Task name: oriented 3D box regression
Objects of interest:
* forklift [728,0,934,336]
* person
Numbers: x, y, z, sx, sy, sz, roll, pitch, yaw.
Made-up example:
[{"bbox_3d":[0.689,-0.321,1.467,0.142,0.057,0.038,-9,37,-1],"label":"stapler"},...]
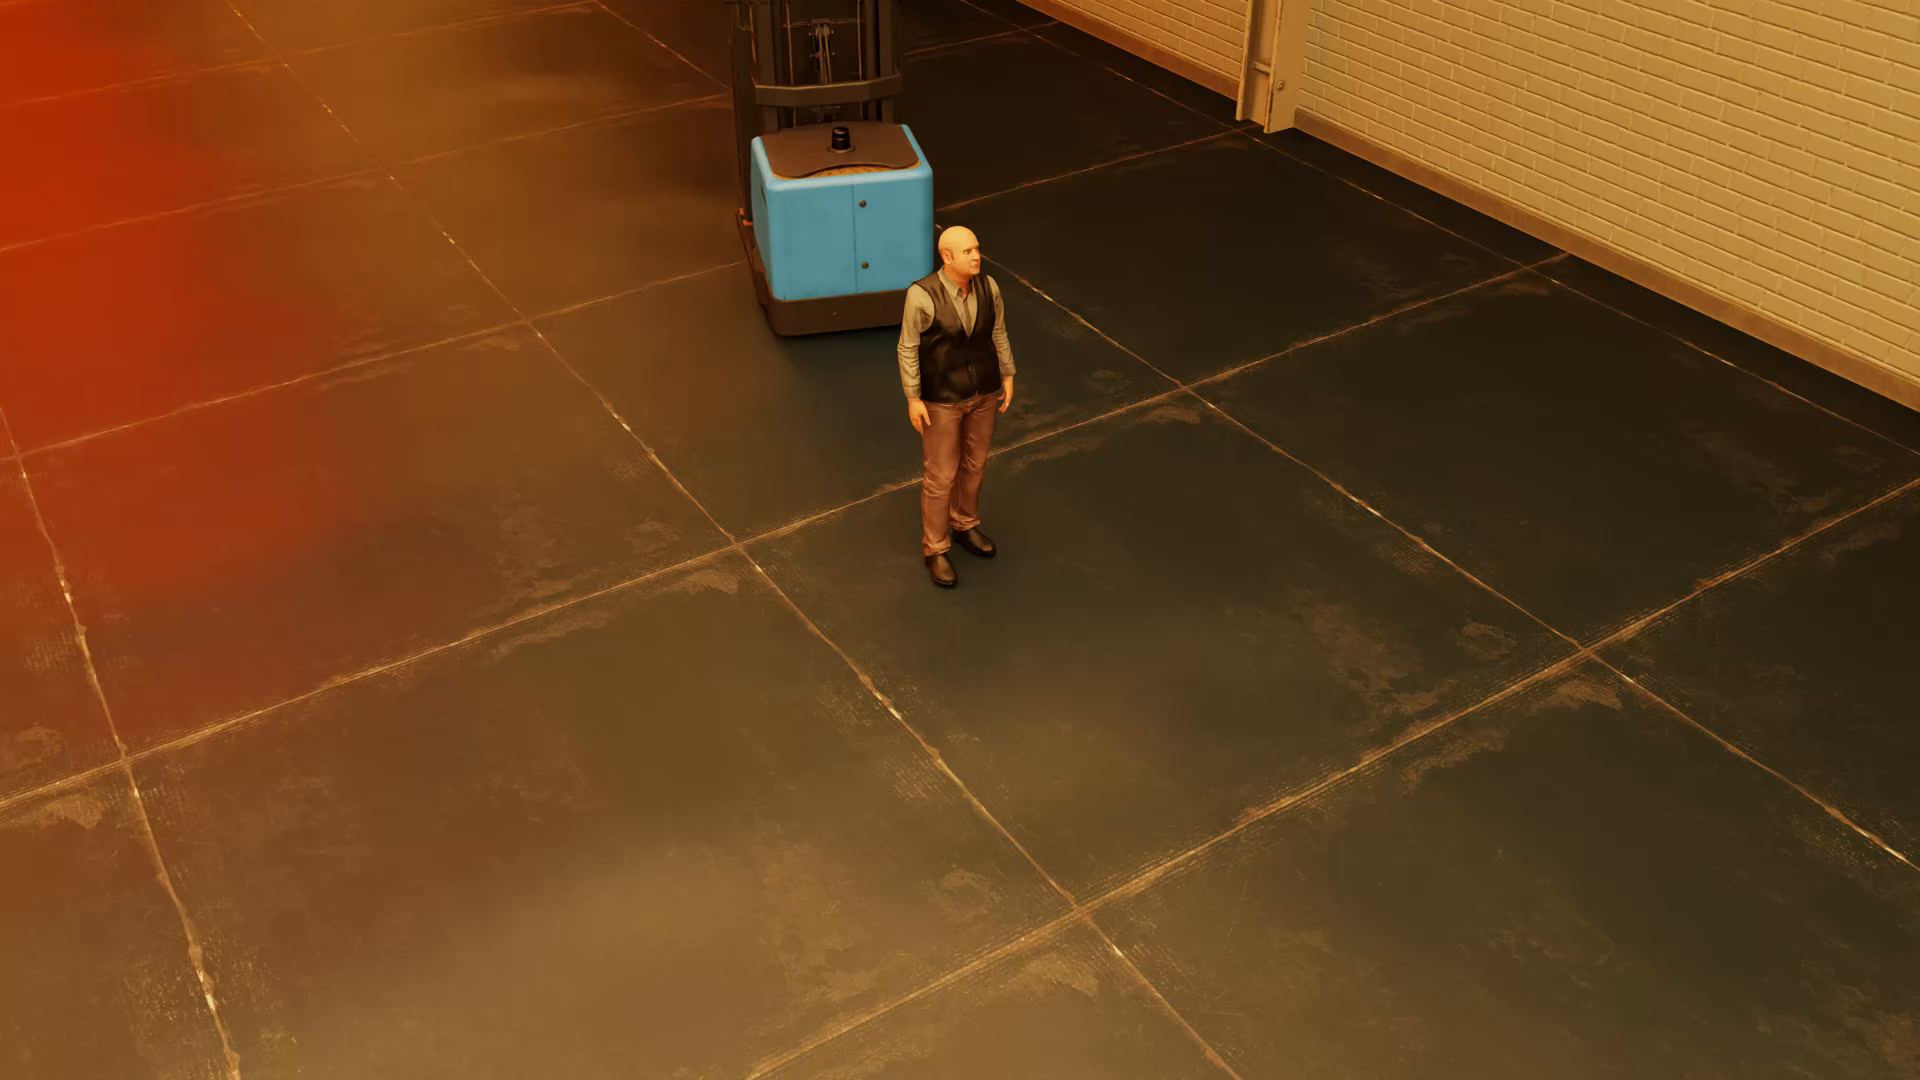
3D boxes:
[{"bbox_3d":[-0.977,-3.318,10.869,1.130,2.935,3.031,-8,36,-11],"label":"forklift"},{"bbox_3d":[0.028,-0.677,8.152,0.633,1.722,0.566,-21,40,-27],"label":"person"}]
